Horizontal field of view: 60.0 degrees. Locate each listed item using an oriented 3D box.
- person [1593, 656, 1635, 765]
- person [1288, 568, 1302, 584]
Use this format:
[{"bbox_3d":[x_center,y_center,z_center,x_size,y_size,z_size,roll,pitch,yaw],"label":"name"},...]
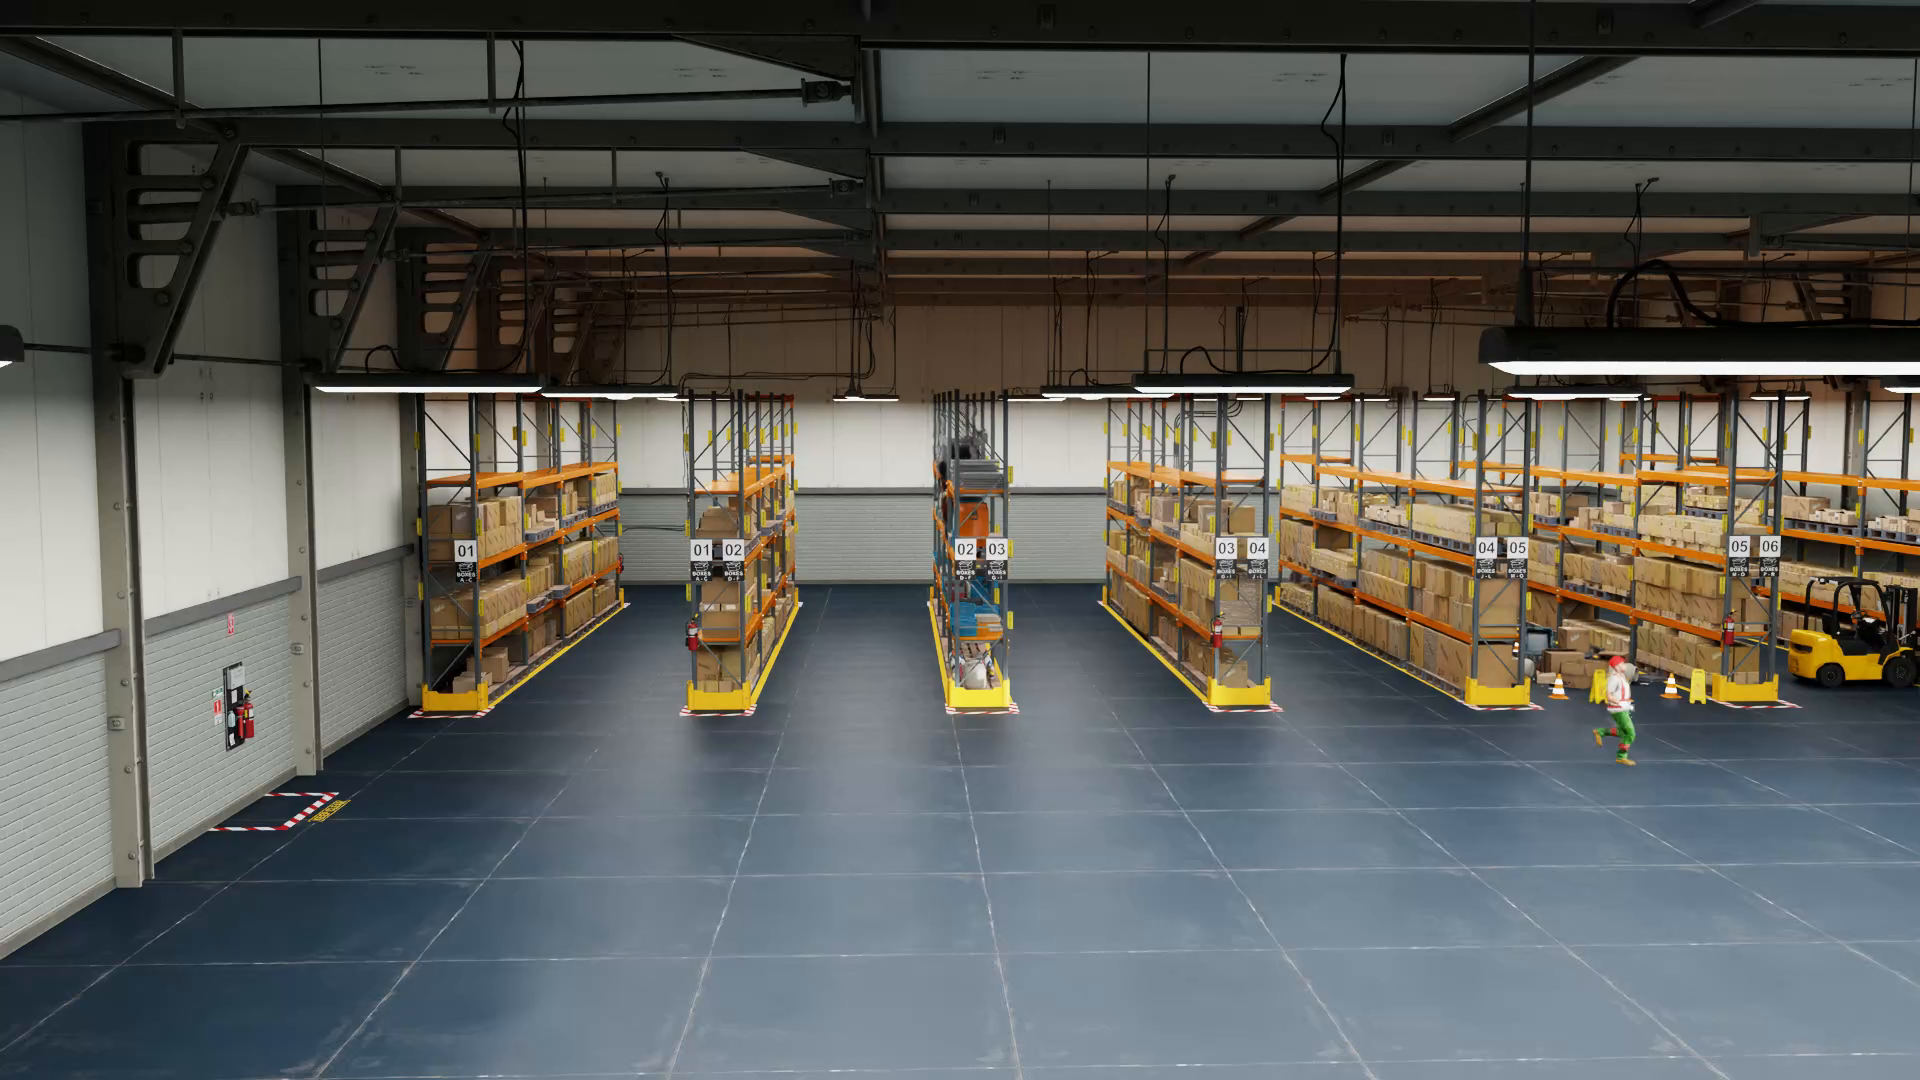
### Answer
[{"bbox_3d":[10.475,2.708,26.612,0.671,1.726,0.669,3,5,30],"label":"person"},{"bbox_3d":[9.956,0.887,48.898,0.772,1.698,0.691,0,5,-5],"label":"person"}]
